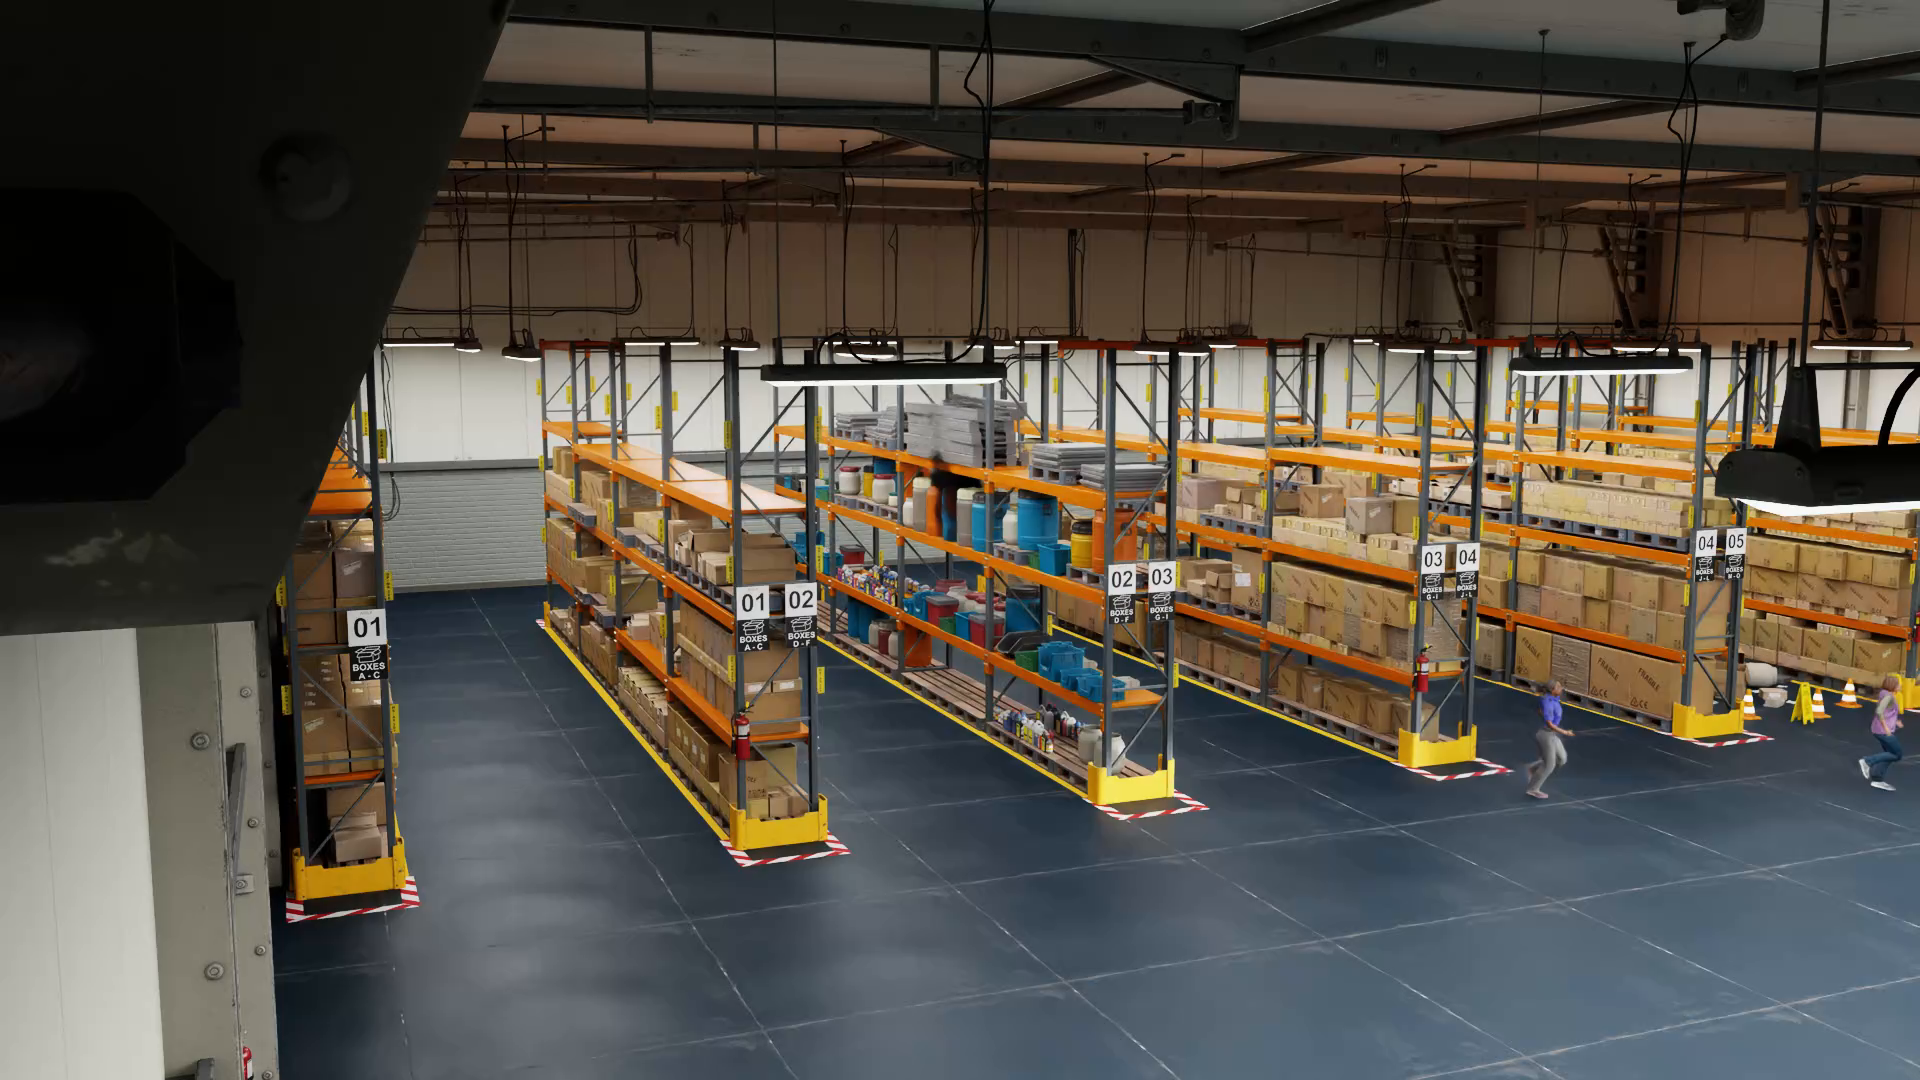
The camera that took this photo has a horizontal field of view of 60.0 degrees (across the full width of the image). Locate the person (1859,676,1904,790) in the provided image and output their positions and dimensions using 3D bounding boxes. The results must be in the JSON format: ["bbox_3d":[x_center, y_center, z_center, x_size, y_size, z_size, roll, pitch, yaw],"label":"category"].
[{"bbox_3d":[12.613,2.624,22.730,0.532,1.558,0.552,3,8,21],"label":"person"}]

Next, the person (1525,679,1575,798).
[{"bbox_3d":[7.936,2.653,22.305,0.597,1.618,0.609,3,8,23],"label":"person"}]
